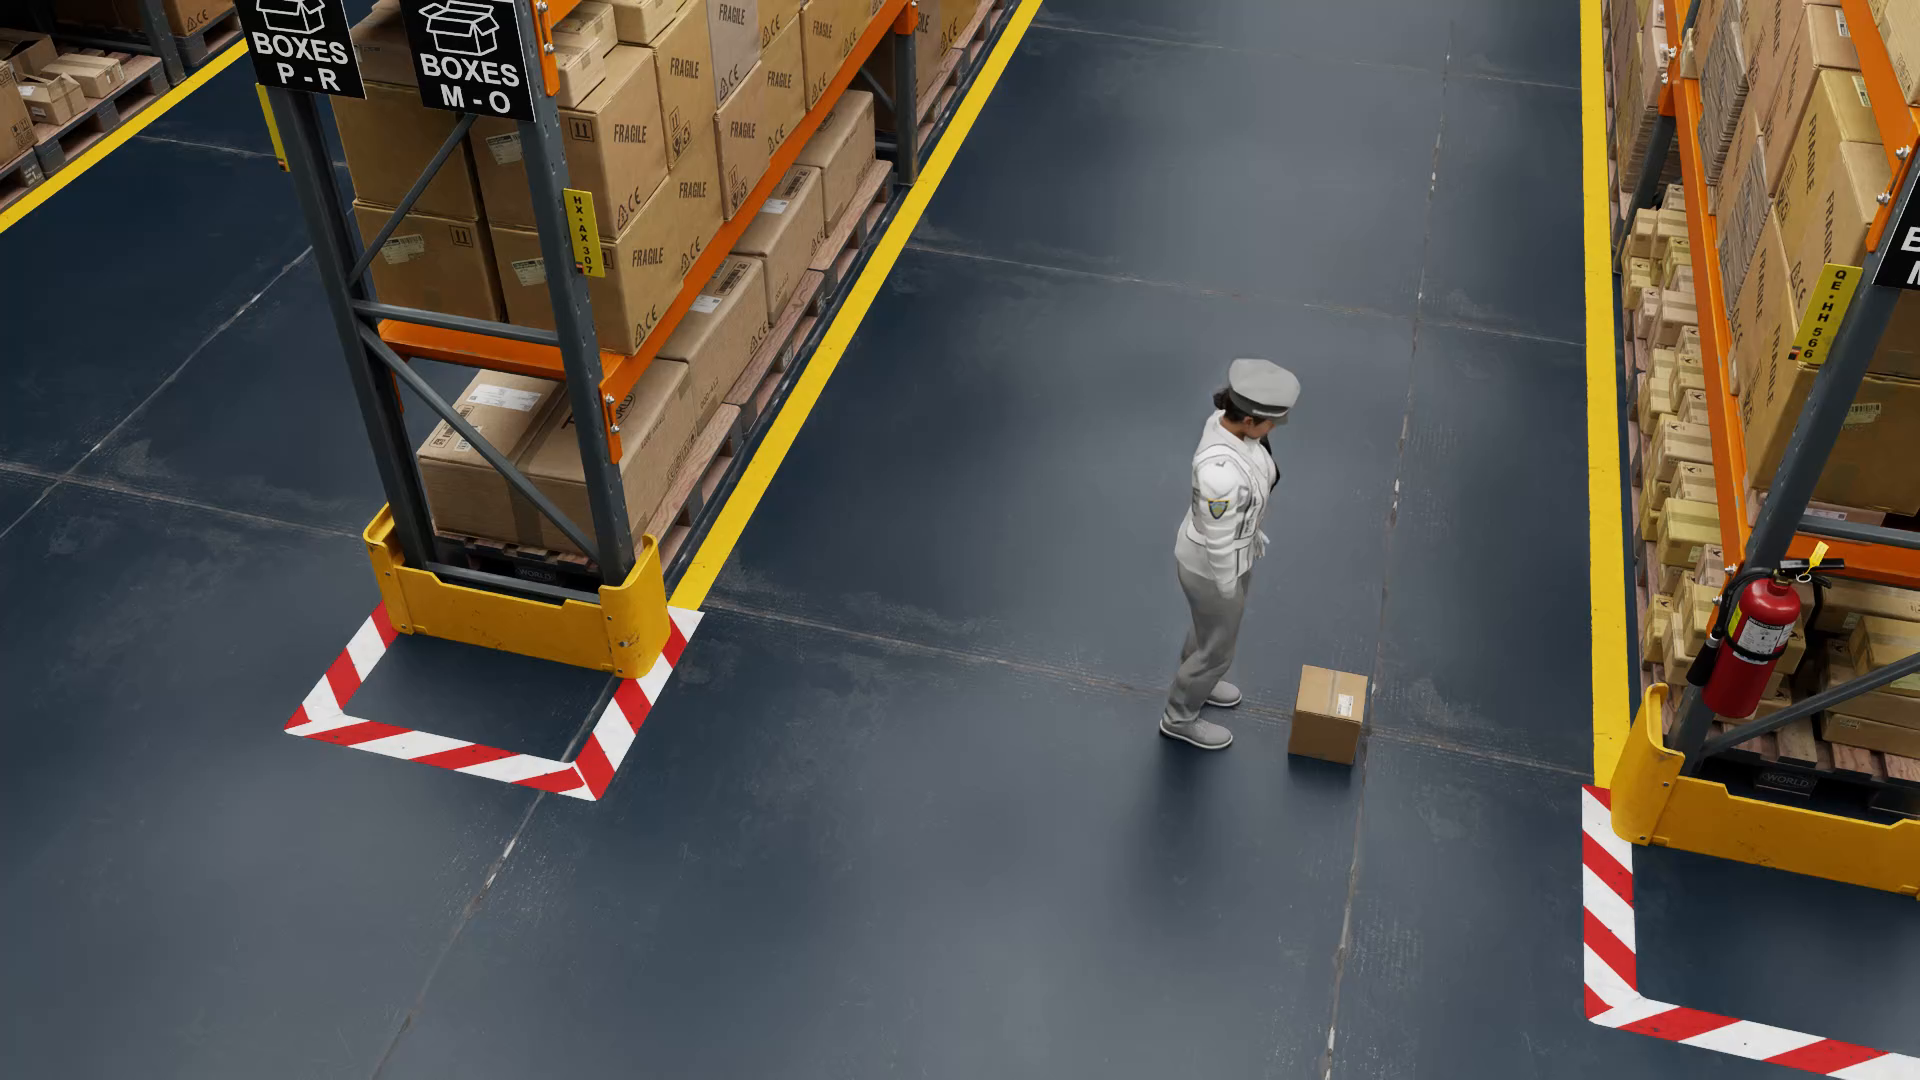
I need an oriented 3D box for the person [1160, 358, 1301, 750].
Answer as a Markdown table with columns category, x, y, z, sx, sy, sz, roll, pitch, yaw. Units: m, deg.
| category | x | y | z | sx | sy | sz | roll | pitch | yaw |
| --- | --- | --- | --- | --- | --- | --- | --- | --- | --- |
| person | 0.968 | 0.057 | 6.106 | 0.352 | 1.657 | 0.479 | 11 | 42 | 12 |
